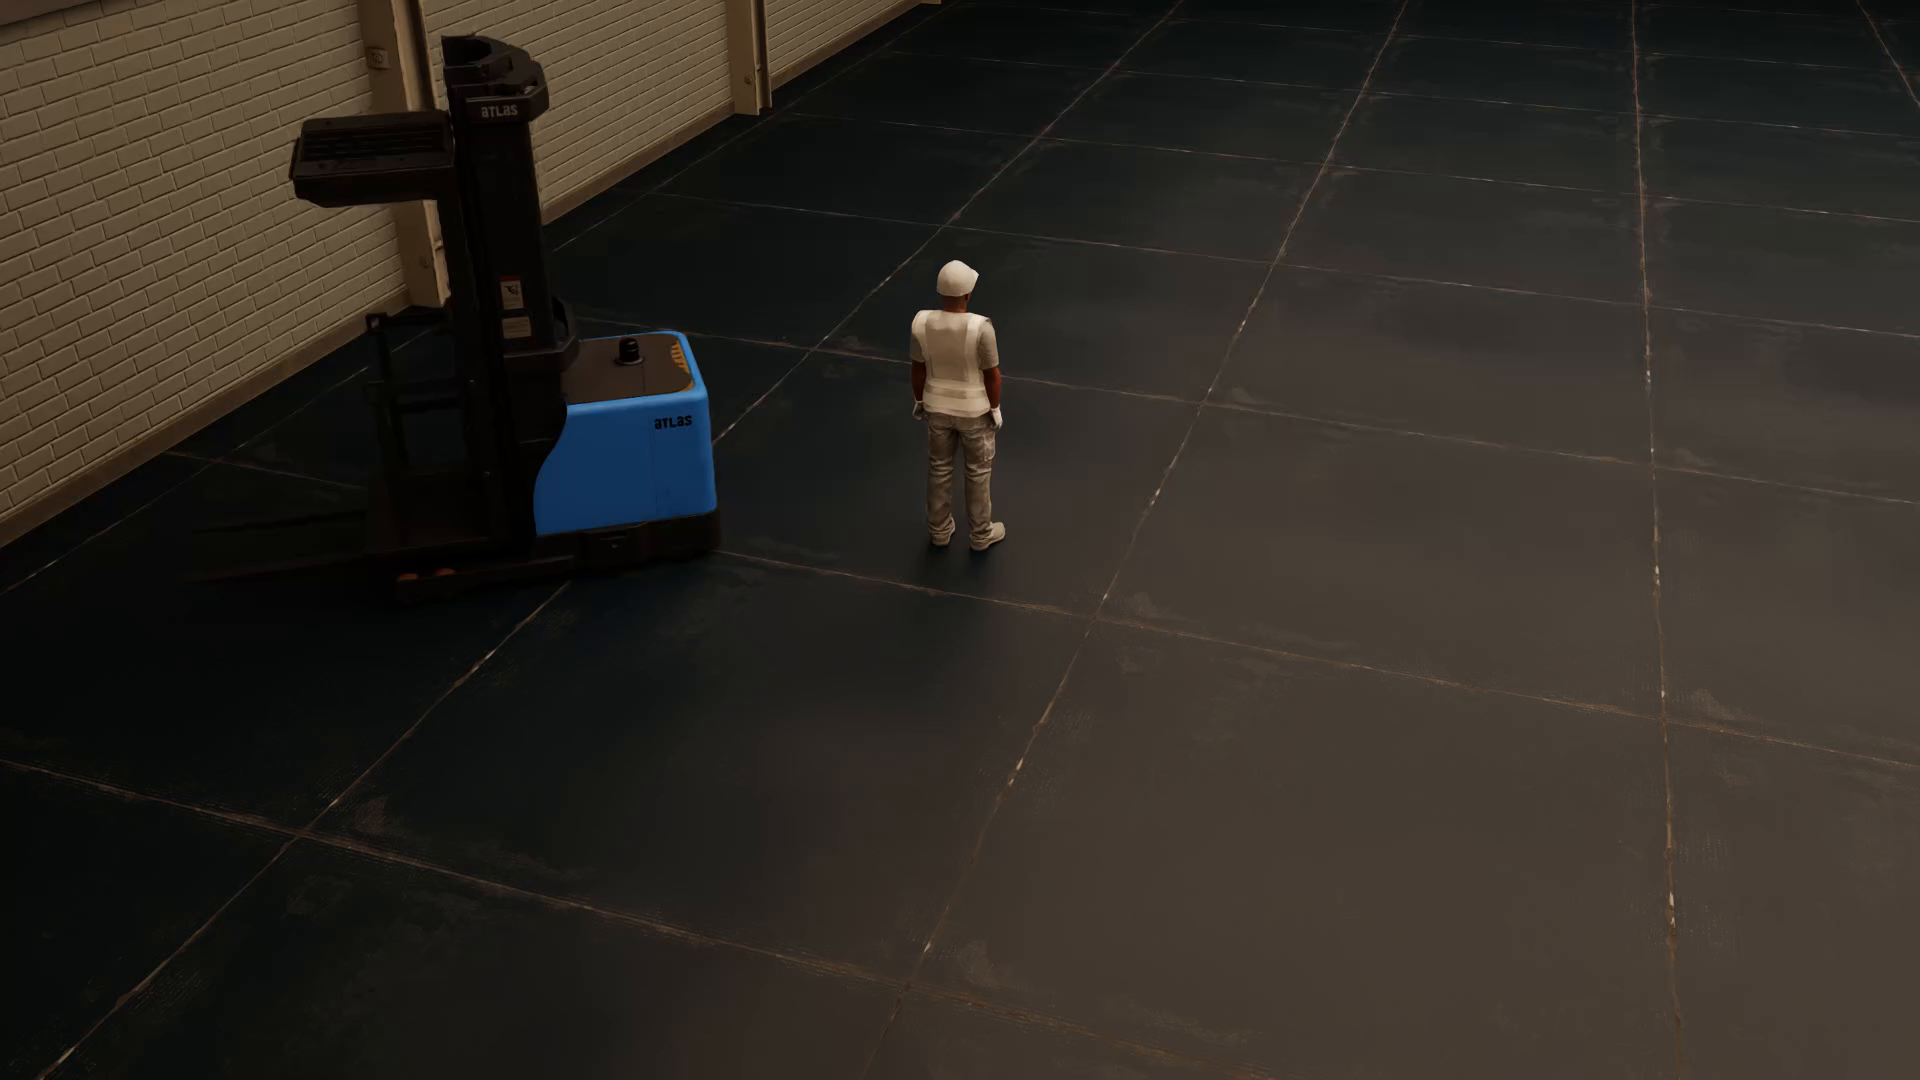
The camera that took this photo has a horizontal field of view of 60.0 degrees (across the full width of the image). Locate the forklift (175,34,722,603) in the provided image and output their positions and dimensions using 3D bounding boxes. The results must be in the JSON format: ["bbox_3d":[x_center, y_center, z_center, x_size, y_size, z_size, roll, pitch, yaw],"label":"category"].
[{"bbox_3d":[-2.997,-1.208,9.255,3.031,2.935,1.130,-8,31,-14],"label":"forklift"}]

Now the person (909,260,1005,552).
[{"bbox_3d":[-0.009,-0.779,9.661,0.542,1.789,0.382,10,31,16],"label":"person"}]
